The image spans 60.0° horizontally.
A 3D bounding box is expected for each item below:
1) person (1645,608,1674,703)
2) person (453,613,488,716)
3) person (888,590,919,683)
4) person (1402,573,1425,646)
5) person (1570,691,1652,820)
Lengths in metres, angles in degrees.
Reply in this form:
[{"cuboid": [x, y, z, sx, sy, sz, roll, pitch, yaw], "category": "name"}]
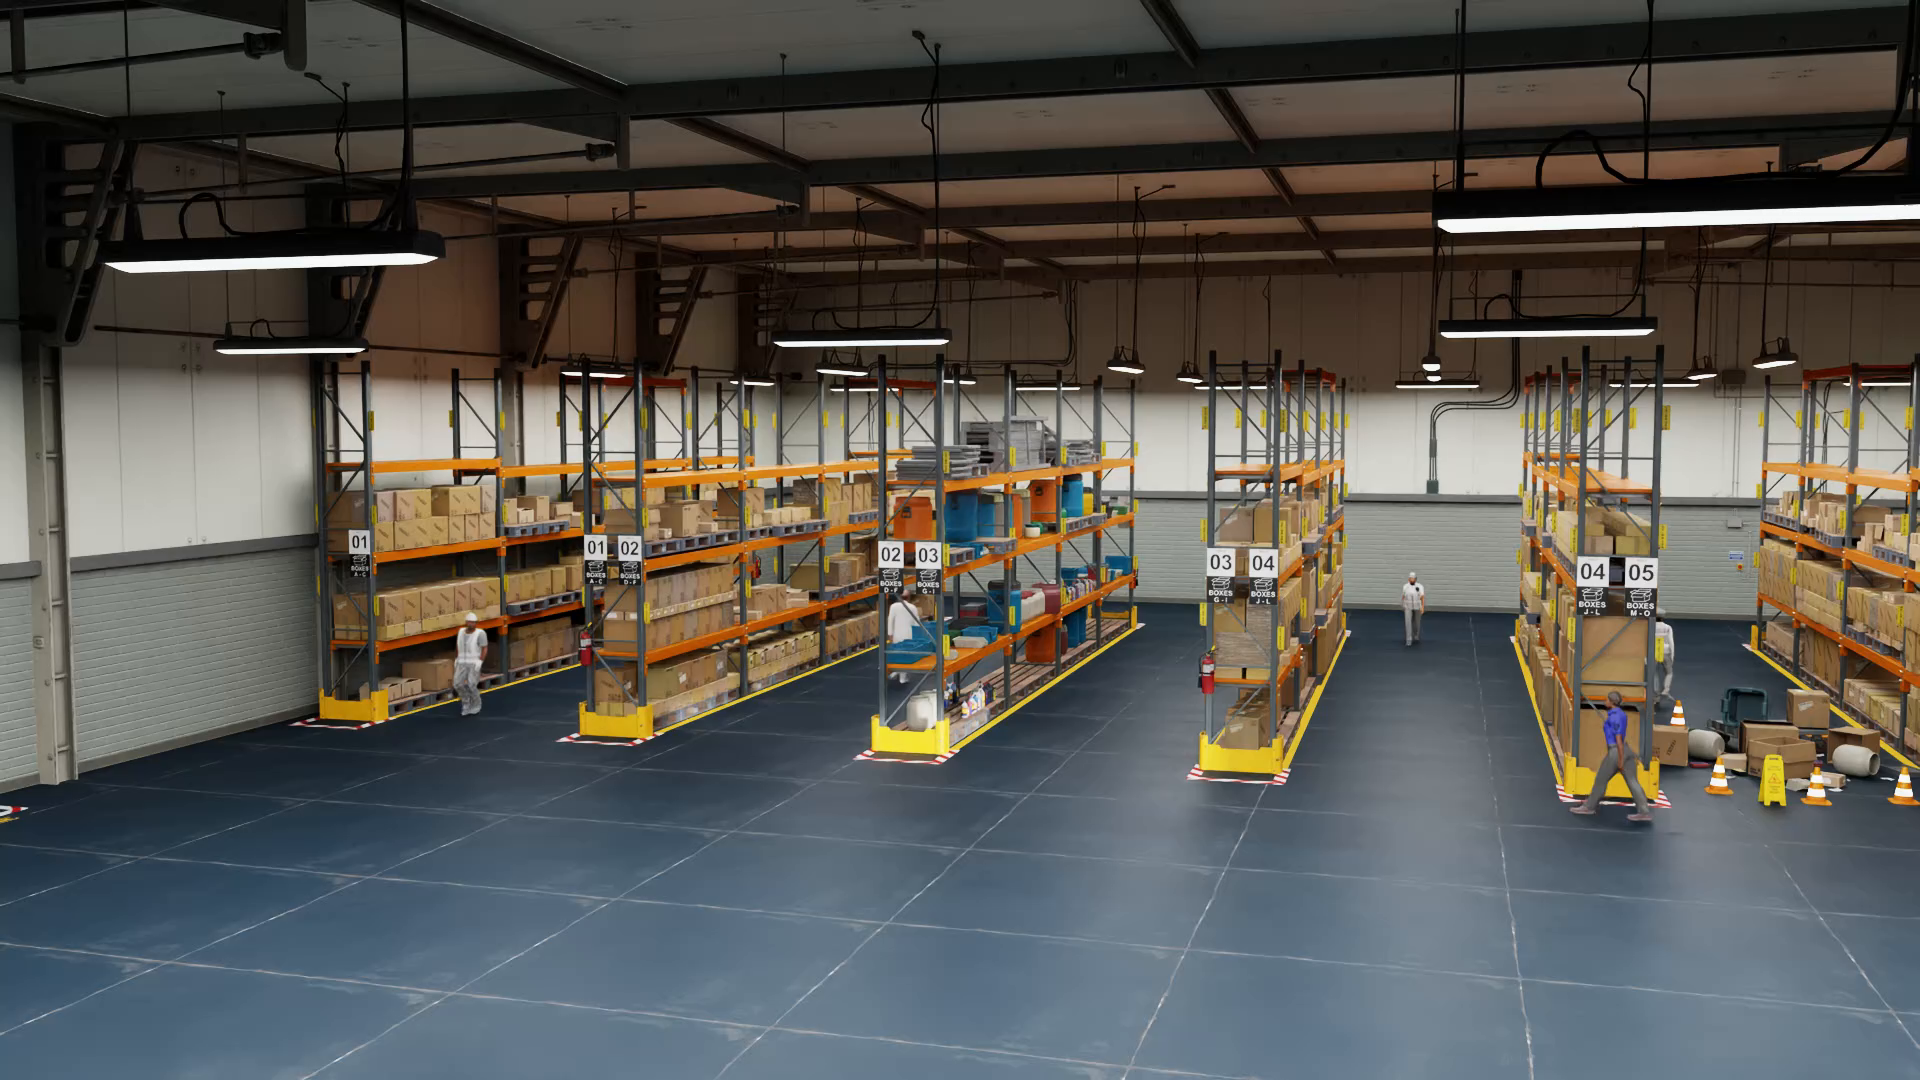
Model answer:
[{"cuboid": [12.410, 2.064, 29.502, 0.524, 1.672, 0.491, 2, 4, 21], "category": "person"}, {"cuboid": [-8.383, 2.134, 28.300, 0.680, 1.798, 0.479, 1, 4, 12], "category": "person"}, {"cuboid": [-1.054, 1.876, 31.808, 0.601, 1.675, 0.488, 1, 4, 15], "category": "person"}, {"cuboid": [10.151, 1.525, 37.217, 0.491, 1.605, 1.034, 1, 4, 14], "category": "person"}, {"cuboid": [8.220, 2.686, 20.895, 0.968, 1.590, 0.473, 4, 6, 44], "category": "person"}]
